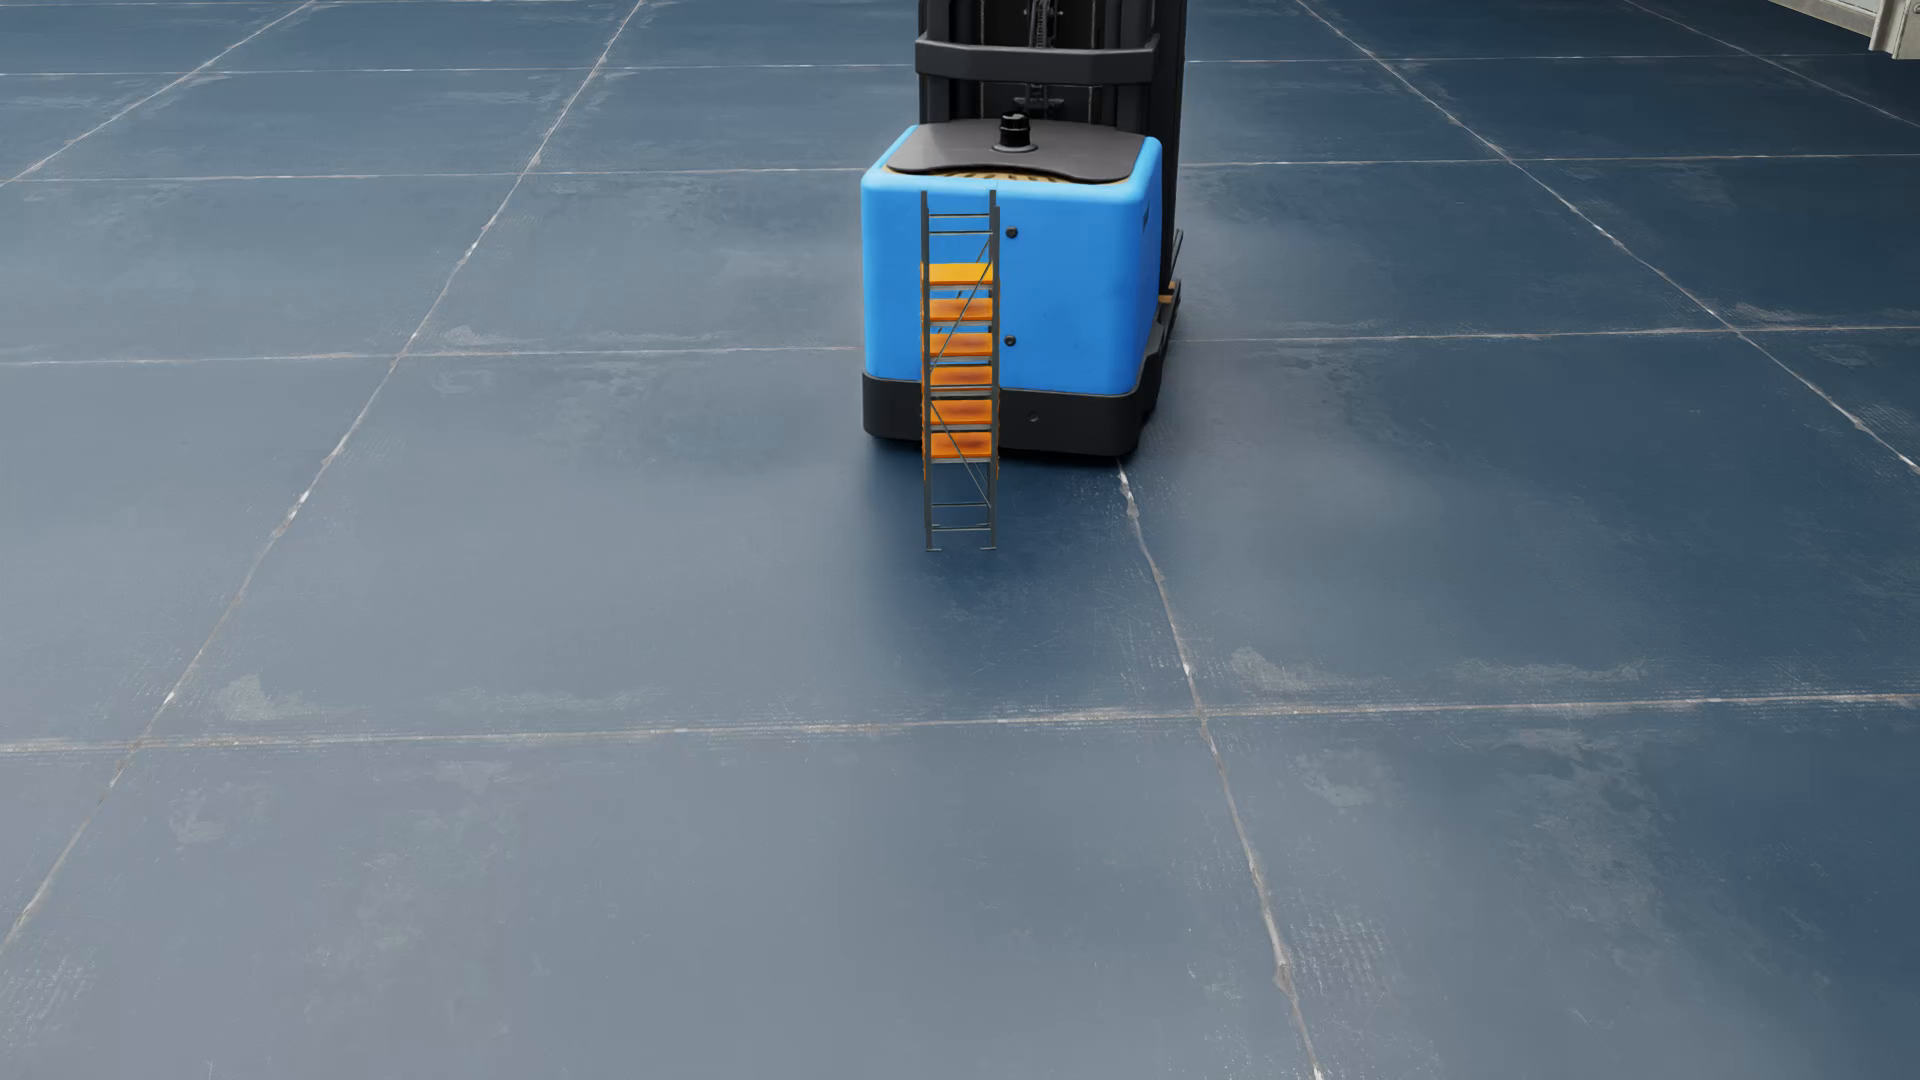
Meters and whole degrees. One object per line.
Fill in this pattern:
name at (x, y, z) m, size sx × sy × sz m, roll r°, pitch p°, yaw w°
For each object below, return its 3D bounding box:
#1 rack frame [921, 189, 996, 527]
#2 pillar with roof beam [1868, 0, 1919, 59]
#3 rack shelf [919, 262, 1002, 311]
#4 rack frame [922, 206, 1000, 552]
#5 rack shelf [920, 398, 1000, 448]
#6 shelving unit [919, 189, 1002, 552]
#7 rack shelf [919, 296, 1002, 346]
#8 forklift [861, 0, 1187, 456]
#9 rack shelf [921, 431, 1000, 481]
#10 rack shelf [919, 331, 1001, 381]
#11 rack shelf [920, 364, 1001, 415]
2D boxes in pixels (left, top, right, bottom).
rack frame at (-0.006, -0.581, 5.566) m, size 0.240 × 1.200 × 0.006 m, roll -1°, pitch 28°, yaw -3°
pillar with roof beam at (3.102, -7.712, 10.805) m, size 9.100 × 9.000 × 0.400 m, roll -1°, pitch 28°, yaw -3°
rack shelf at (-0.001, -0.818, 5.339) m, size 0.258 × 0.103 × 0.180 m, roll -1°, pitch 28°, yaw -3°
rack frame at (0.004, -0.496, 5.404) m, size 0.240 × 1.200 × 0.006 m, roll -1°, pitch 28°, yaw -3°
rack shelf at (-0.001, -0.393, 5.561) m, size 0.258 × 0.103 × 0.180 m, roll -1°, pitch 28°, yaw -3°
shelving unit at (-0.001, -0.539, 5.485) m, size 0.258 × 1.200 × 0.189 m, roll -1°, pitch 28°, yaw -3°
rack shelf at (-0.001, -0.712, 5.395) m, size 0.258 × 0.103 × 0.180 m, roll -1°, pitch 28°, yaw -3°
forklift at (0.419, -2.273, 6.939) m, size 1.130 × 2.935 × 3.031 m, roll 5°, pitch 28°, yaw 10°
rack shelf at (-0.001, -0.286, 5.617) m, size 0.258 × 0.103 × 0.180 m, roll -1°, pitch 28°, yaw -3°
rack shelf at (-0.001, -0.606, 5.450) m, size 0.258 × 0.103 × 0.180 m, roll -1°, pitch 28°, yaw -3°
rack shelf at (-0.001, -0.499, 5.506) m, size 0.258 × 0.103 × 0.180 m, roll -1°, pitch 28°, yaw -3°
